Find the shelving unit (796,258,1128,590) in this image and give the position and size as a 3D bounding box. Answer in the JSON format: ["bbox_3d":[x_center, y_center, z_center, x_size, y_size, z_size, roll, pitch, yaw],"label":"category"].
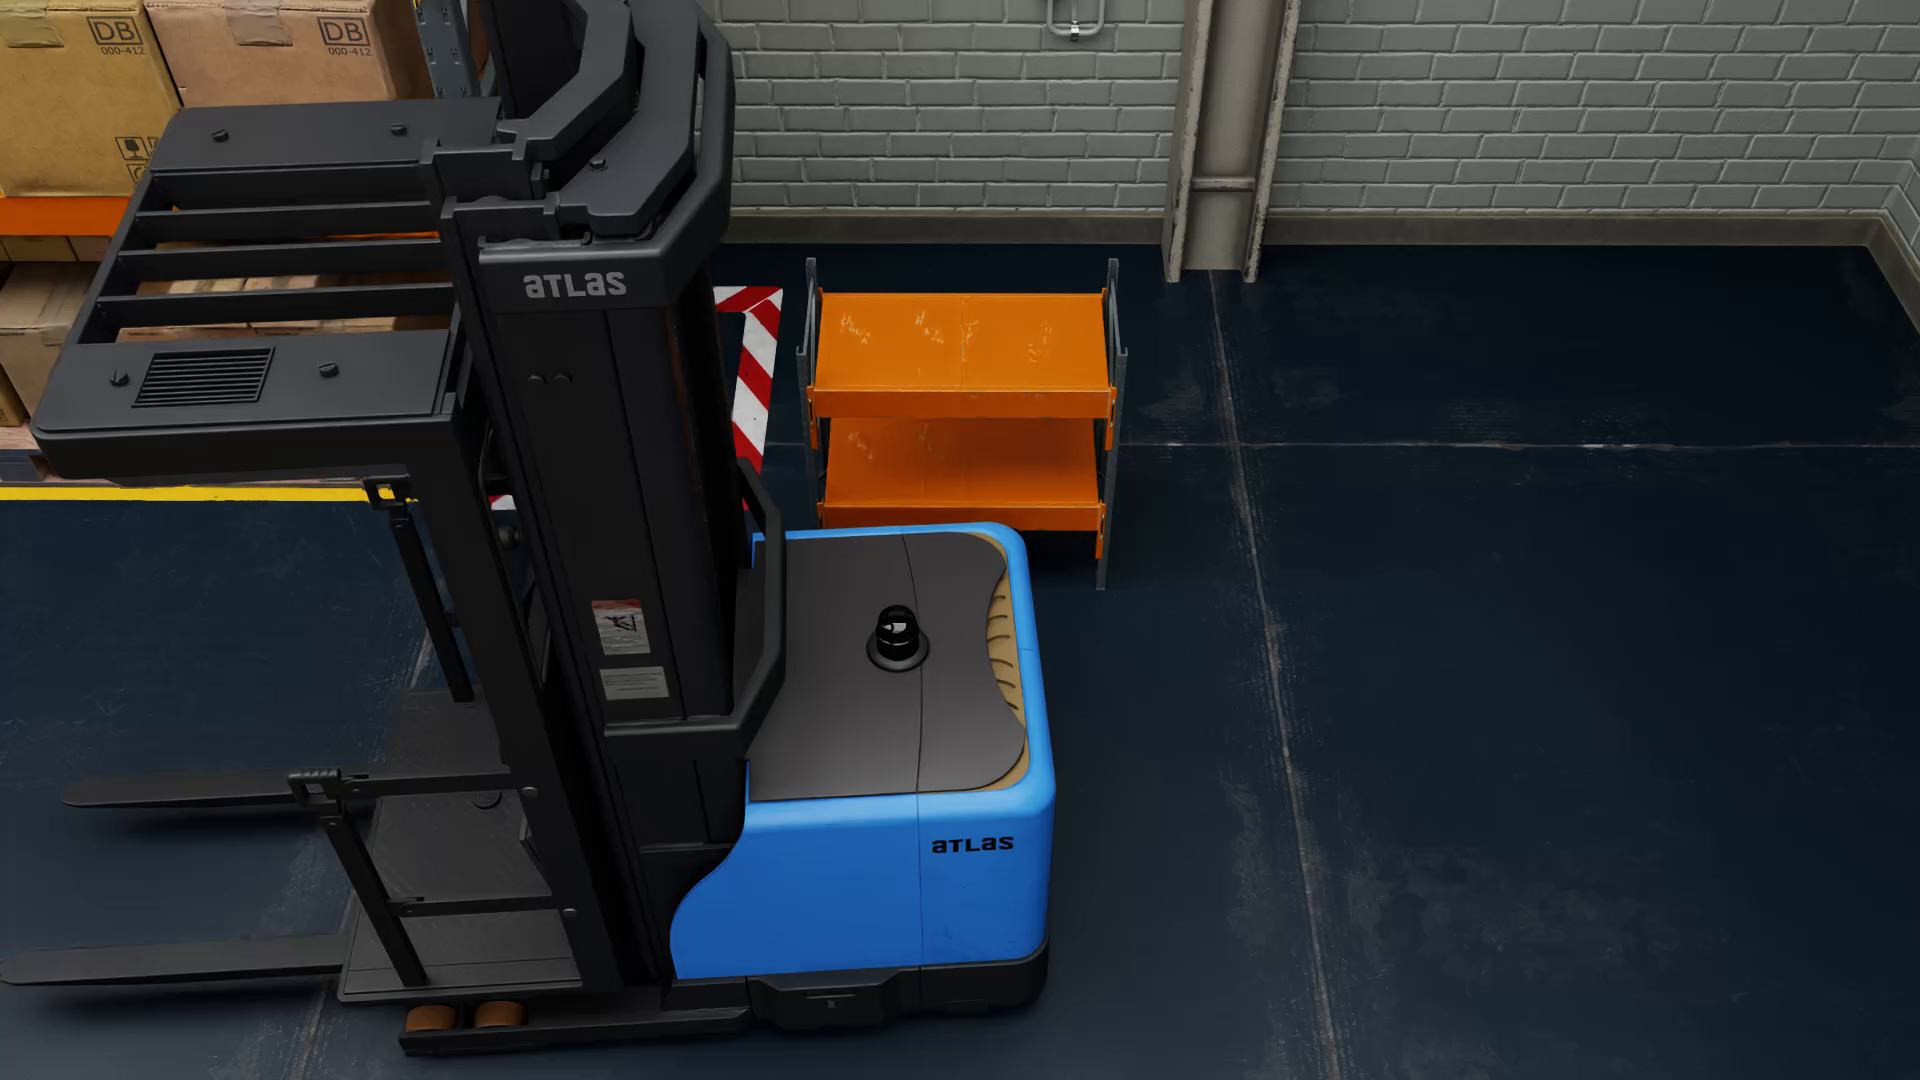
[{"bbox_3d":[0.007,-0.383,5.838,1.048,1.125,0.538,0,47,0],"label":"shelving unit"}]

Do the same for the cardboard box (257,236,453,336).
[{"bbox_3d":[-2.298,-0.862,6.424,0.500,0.500,0.700,0,47,0],"label":"cardboard box"}]

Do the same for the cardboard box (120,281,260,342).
[{"bbox_3d":[-2.798,-0.863,6.425,0.500,0.500,0.700,0,47,0],"label":"cardboard box"}]

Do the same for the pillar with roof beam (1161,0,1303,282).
[{"bbox_3d":[1.090,-1.161,1.183,0.400,9.000,9.100,0,47,0],"label":"pillar with roof beam"}]

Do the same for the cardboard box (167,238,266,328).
[{"bbox_3d":[-2.682,-0.950,6.063,0.250,0.149,0.380,1,47,1],"label":"cardboard box"}]

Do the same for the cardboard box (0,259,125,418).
[{"bbox_3d":[-3.301,-0.864,6.426,0.500,0.500,0.700,-1,47,-1],"label":"cardboard box"}]

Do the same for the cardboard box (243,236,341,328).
[{"bbox_3d":[-2.427,-0.950,6.063,0.250,0.149,0.380,0,47,0],"label":"cardboard box"}]

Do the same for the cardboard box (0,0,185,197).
[{"bbox_3d":[-2.835,-1.732,5.608,0.700,0.700,0.980,0,47,0],"label":"cardboard box"}]

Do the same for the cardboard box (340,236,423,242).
[{"bbox_3d":[-2.172,-1.229,6.323,0.250,0.149,0.380,0,47,0],"label":"cardboard box"}]

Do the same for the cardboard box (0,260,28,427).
[{"bbox_3d":[-3.834,-0.860,6.422,0.500,0.500,0.700,1,47,1],"label":"cardboard box"}]

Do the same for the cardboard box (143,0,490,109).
[{"bbox_3d":[-2.107,-1.738,5.614,0.700,0.700,0.980,2,47,2],"label":"cardboard box"}]

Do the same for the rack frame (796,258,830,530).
[{"bbox_3d":[-0.502,-0.385,5.840,0.032,1.125,0.500,0,47,0],"label":"rack frame"}]

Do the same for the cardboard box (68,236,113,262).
[{"bbox_3d":[-3.183,-1.231,6.324,0.250,0.149,0.380,1,47,1],"label":"cardboard box"}]

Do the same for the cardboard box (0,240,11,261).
[{"bbox_3d":[-3.693,-1.232,6.325,0.250,0.149,0.380,-1,47,-1],"label":"cardboard box"}]

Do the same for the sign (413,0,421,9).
[{"bbox_3d":[-1.613,-1.720,4.849,0.005,0.325,0.100,0,47,0],"label":"sign"}]

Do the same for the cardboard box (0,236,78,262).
[{"bbox_3d":[-3.440,-1.231,6.325,0.250,0.149,0.380,1,47,1],"label":"cardboard box"}]

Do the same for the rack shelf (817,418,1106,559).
[{"bbox_3d":[0.007,-0.217,6.017,1.000,0.278,0.538,0,47,0],"label":"rack shelf"}]

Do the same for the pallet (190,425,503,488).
[{"bbox_3d":[-2.397,-0.637,6.699,1.213,0.211,1.003,0,47,0],"label":"pallet"}]

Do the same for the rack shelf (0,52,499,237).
[{"bbox_3d":[-3.597,-1.402,5.997,4.000,0.370,1.077,0,47,0],"label":"rack shelf"}]

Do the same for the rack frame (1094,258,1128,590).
[{"bbox_3d":[0.515,-0.382,5.837,0.032,1.125,0.500,0,47,0],"label":"rack frame"}]

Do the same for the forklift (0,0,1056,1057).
[{"bbox_3d":[-1.280,0.098,4.157,3.031,2.935,1.130,-3,47,-3],"label":"forklift"}]

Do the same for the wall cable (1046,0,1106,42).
[{"bbox_3d":[-0.313,-2.677,5.998,1.851,1.984,0.084,0,47,0],"label":"wall cable"}]

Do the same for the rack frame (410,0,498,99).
[{"bbox_3d":[-1.597,-1.642,5.729,0.127,3.000,1.000,0,47,0],"label":"rack frame"}]

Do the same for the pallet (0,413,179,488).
[{"bbox_3d":[-3.614,-0.642,6.704,1.213,0.211,1.003,0,47,0],"label":"pallet"}]

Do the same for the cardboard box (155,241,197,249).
[{"bbox_3d":[-2.929,-1.231,6.324,0.250,0.149,0.380,1,47,0],"label":"cardboard box"}]

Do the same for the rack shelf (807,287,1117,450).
[{"bbox_3d":[0.007,-0.583,5.624,1.000,0.278,0.538,0,47,0],"label":"rack shelf"}]
